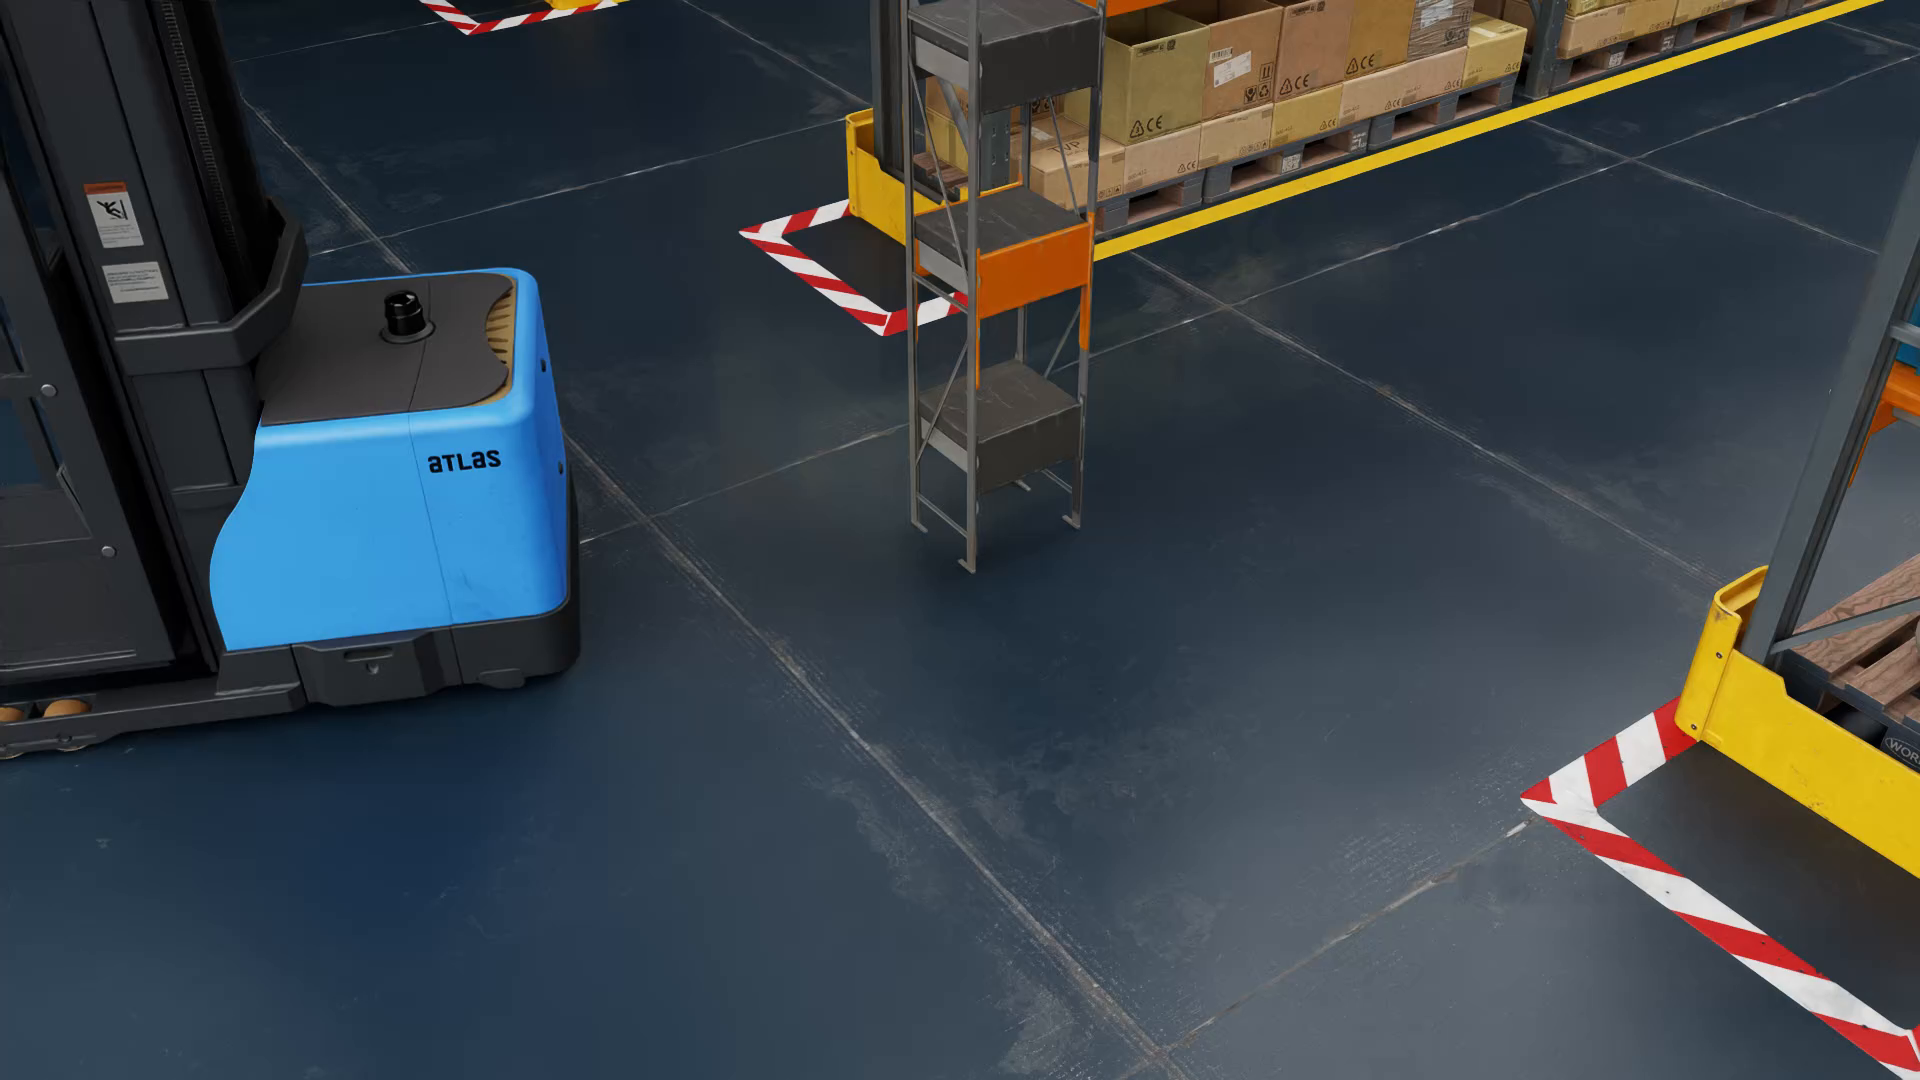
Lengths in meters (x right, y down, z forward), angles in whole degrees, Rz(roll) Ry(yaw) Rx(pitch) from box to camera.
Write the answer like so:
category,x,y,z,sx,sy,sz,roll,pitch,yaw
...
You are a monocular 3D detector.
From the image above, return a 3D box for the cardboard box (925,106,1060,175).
category,x,y,z,sx,sy,sz,roll,pitch,yaw
cardboard box,0.165,-2.102,8.599,0.500,0.250,0.500,-22,41,-28

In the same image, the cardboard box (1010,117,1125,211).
category,x,y,z,sx,sy,sz,roll,pitch,yaw
cardboard box,0.464,-1.855,8.256,0.500,0.250,0.500,-22,41,-28

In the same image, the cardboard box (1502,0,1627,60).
category,x,y,z,sx,sy,sz,roll,pitch,yaw
cardboard box,3.639,-3.144,10.047,0.500,0.250,0.500,-23,42,-29

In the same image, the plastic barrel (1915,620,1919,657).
category,x,y,z,sx,sy,sz,roll,pitch,yaw
plastic barrel,3.242,0.220,5.146,0.421,0.512,0.421,0,36,0

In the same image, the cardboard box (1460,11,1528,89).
category,x,y,z,sx,sy,sz,roll,pitch,yaw
cardboard box,2.914,-2.866,9.661,0.500,0.250,0.500,-22,41,-28

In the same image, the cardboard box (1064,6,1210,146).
category,x,y,z,sx,sy,sz,roll,pitch,yaw
cardboard box,0.871,-2.329,8.272,0.500,0.500,0.500,-22,41,-28

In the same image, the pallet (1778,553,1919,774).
category,x,y,z,sx,sy,sz,roll,pitch,yaw
pallet,3.450,0.452,5.441,1.213,0.211,1.003,-22,41,-28

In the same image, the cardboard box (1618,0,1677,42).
category,x,y,z,sx,sy,sz,roll,pitch,yaw
cardboard box,4.058,-3.315,10.285,0.500,0.250,0.500,-21,41,-27

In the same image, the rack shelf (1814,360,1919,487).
category,x,y,z,sx,sy,sz,roll,pitch,yaw
rack shelf,4.382,-0.742,5.329,4.000,0.370,1.077,-22,41,-28

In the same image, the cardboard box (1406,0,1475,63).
category,x,y,z,sx,sy,sz,roll,pitch,yaw
cardboard box,2.498,-3.008,9.216,0.500,0.500,0.500,-22,41,-28

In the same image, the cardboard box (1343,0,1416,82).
category,x,y,z,sx,sy,sz,roll,pitch,yaw
cardboard box,2.092,-2.838,8.980,0.500,0.500,0.500,-22,41,-28

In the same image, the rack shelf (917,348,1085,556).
category,x,y,z,sx,sy,sz,roll,pitch,yaw
rack shelf,0.135,-0.329,6.131,0.480,0.518,0.431,-22,41,-28

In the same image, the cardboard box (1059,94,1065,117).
category,x,y,z,sx,sy,sz,roll,pitch,yaw
cardboard box,0.567,-2.276,8.841,0.500,0.250,0.500,-22,41,-28

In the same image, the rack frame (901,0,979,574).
category,x,y,z,sx,sy,sz,roll,pitch,yaw
rack frame,-0.064,-0.826,5.600,0.015,2.100,0.400,-22,41,-28

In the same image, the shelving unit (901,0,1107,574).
category,x,y,z,sx,sy,sz,roll,pitch,yaw
shelving unit,0.135,-0.908,5.714,0.503,2.100,0.431,-22,41,-28

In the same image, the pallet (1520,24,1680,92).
category,x,y,z,sx,sy,sz,roll,pitch,yaw
pallet,3.747,-3.206,10.527,1.213,0.211,1.003,-22,41,-28

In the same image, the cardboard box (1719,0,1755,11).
category,x,y,z,sx,sy,sz,roll,pitch,yaw
cardboard box,4.896,-3.661,10.767,0.500,0.250,0.500,-22,41,-27

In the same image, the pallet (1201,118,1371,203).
category,x,y,z,sx,sy,sz,roll,pitch,yaw
pallet,1.495,-2.280,9.239,1.213,0.211,1.003,-22,41,-28

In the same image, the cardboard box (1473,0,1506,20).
category,x,y,z,sx,sy,sz,roll,pitch,yaw
cardboard box,3.339,-3.404,10.409,0.500,0.250,0.500,-23,42,-28

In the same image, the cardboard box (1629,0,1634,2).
category,x,y,z,sx,sy,sz,roll,pitch,yaw
cardboard box,4.060,-3.540,10.118,0.500,0.311,0.500,-23,42,-28

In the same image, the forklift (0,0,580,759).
category,x,y,z,sx,sy,sz,roll,pitch,yaw
forklift,-2.848,-0.831,4.895,3.031,2.935,1.130,-6,36,-9

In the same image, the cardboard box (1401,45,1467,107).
category,x,y,z,sx,sy,sz,roll,pitch,yaw
cardboard box,2.499,-2.702,9.434,0.500,0.250,0.500,-22,41,-28

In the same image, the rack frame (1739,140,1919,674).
category,x,y,z,sx,sy,sz,roll,pitch,yaw
rack frame,2.748,-0.361,4.183,0.127,3.000,1.000,-22,41,-28

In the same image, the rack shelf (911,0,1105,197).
category,x,y,z,sx,sy,sz,roll,pitch,yaw
rack shelf,0.135,-1.465,5.314,0.480,0.518,0.431,-22,41,-28

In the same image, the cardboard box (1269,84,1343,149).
category,x,y,z,sx,sy,sz,roll,pitch,yaw
cardboard box,1.691,-2.359,8.956,0.500,0.250,0.500,-22,41,-28

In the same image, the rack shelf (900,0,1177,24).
category,x,y,z,sx,sy,sz,roll,pitch,yaw
rack shelf,1.532,-3.107,8.617,4.000,0.370,1.077,-22,41,-28

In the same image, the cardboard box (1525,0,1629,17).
category,x,y,z,sx,sy,sz,roll,pitch,yaw
cardboard box,3.648,-3.374,9.887,0.500,0.311,0.500,-22,41,-28

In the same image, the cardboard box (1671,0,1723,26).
category,x,y,z,sx,sy,sz,roll,pitch,yaw
cardboard box,4.480,-3.491,10.530,0.500,0.250,0.500,-24,42,-29

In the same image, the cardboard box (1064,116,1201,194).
category,x,y,z,sx,sy,sz,roll,pitch,yaw
cardboard box,0.870,-2.025,8.492,0.500,0.250,0.500,-22,41,-28

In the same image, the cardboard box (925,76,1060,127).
category,x,y,z,sx,sy,sz,roll,pitch,yaw
cardboard box,0.164,-2.408,8.382,0.500,0.500,0.500,-22,41,-28

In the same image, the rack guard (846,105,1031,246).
category,x,y,z,sx,sy,sz,roll,pitch,yaw
rack guard,-0.122,-1.704,8.191,0.348,0.500,1.175,-22,41,-28

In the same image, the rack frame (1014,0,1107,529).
category,x,y,z,sx,sy,sz,roll,pitch,yaw
rack frame,0.335,-0.990,5.828,0.015,2.100,0.400,-22,41,-28

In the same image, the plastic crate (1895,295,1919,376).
category,x,y,z,sx,sy,sz,roll,pitch,yaw
plastic crate,2.984,-0.612,4.659,0.616,0.251,0.499,-22,41,-28

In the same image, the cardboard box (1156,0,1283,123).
category,x,y,z,sx,sy,sz,roll,pitch,yaw
cardboard box,1.273,-2.503,8.514,0.500,0.500,0.500,-22,41,-28

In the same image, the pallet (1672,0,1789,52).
category,x,y,z,sx,sy,sz,roll,pitch,yaw
pallet,4.745,-3.619,11.101,1.213,0.211,1.003,-22,41,-28

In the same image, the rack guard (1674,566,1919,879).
category,x,y,z,sx,sy,sz,roll,pitch,yaw
rack guard,2.783,0.605,4.980,0.348,0.500,1.175,-22,41,-28

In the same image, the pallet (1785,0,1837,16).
category,x,y,z,sx,sy,sz,roll,pitch,yaw
pallet,5.741,-4.027,11.669,1.213,0.211,1.003,-22,41,-28

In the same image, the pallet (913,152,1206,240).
category,x,y,z,sx,sy,sz,roll,pitch,yaw
pallet,0.498,-1.872,8.672,1.213,0.211,1.003,-22,41,-28

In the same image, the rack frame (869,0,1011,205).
category,x,y,z,sx,sy,sz,roll,pitch,yaw
rack frame,-0.103,-2.727,7.472,0.127,3.000,1.000,-22,41,-28

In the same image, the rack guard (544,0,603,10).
category,x,y,z,sx,sy,sz,roll,pitch,yaw
rack guard,-2.897,-4.100,11.523,0.348,0.500,1.175,-22,41,-28

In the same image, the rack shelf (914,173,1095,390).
category,x,y,z,sx,sy,sz,roll,pitch,yaw
rack shelf,0.135,-0.897,5.722,0.480,0.518,0.431,-22,41,-28

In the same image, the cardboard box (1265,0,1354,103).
category,x,y,z,sx,sy,sz,roll,pitch,yaw
cardboard box,1.691,-2.663,8.736,0.500,0.500,0.500,-22,41,-28

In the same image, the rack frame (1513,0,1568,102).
category,x,y,z,sx,sy,sz,roll,pitch,yaw
rack frame,3.167,-4.072,9.343,0.127,3.000,1.000,-22,41,-28

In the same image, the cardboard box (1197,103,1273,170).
category,x,y,z,sx,sy,sz,roll,pitch,yaw
cardboard box,1.279,-2.193,8.725,0.500,0.250,0.500,-22,41,-28

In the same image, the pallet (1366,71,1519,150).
category,x,y,z,sx,sy,sz,roll,pitch,yaw
pallet,2.493,-2.693,9.813,1.213,0.211,1.003,-22,41,-28

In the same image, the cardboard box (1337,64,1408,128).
category,x,y,z,sx,sy,sz,roll,pitch,yaw
cardboard box,2.099,-2.527,9.190,0.500,0.250,0.500,-22,41,-28
